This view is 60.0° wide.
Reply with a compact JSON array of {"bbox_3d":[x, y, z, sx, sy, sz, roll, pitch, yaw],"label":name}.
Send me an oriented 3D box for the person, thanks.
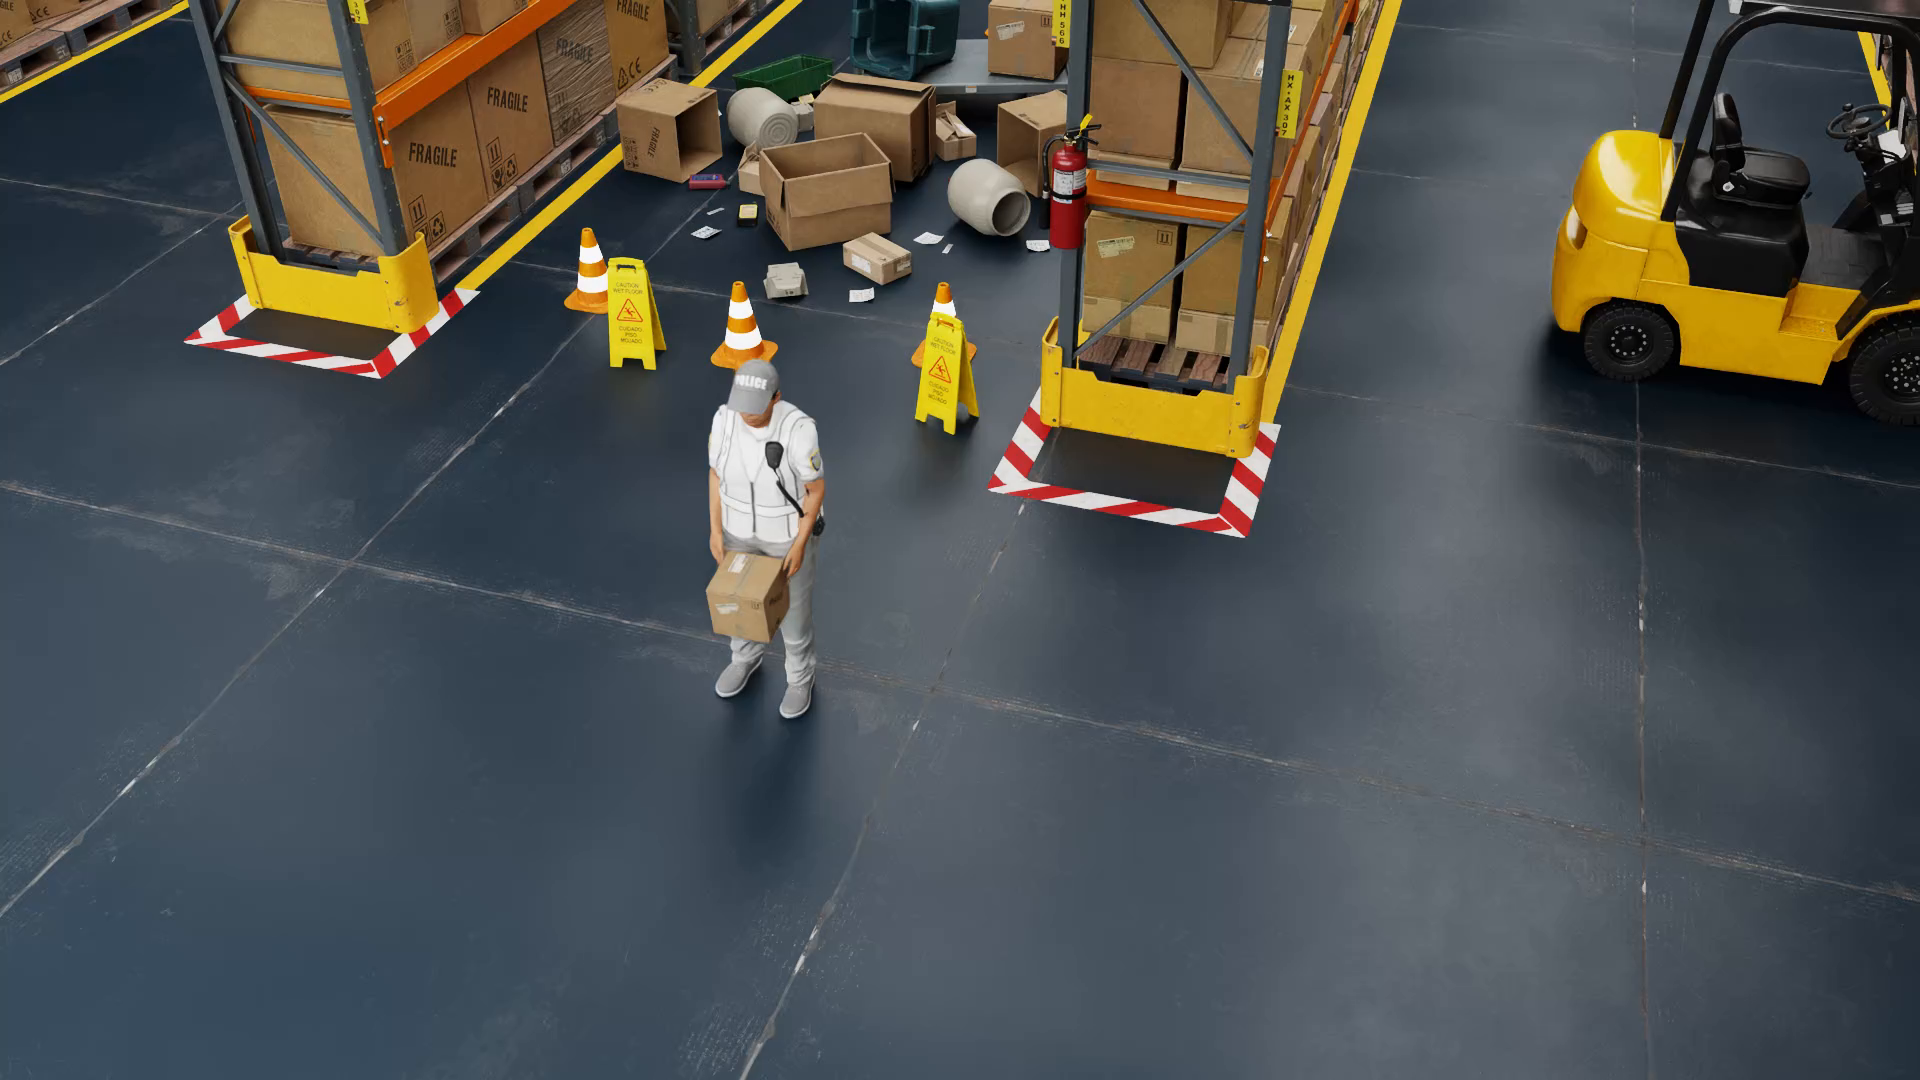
[{"bbox_3d":[-0.808,-0.032,6.922,0.512,1.672,0.451,10,38,13],"label":"person"}]
